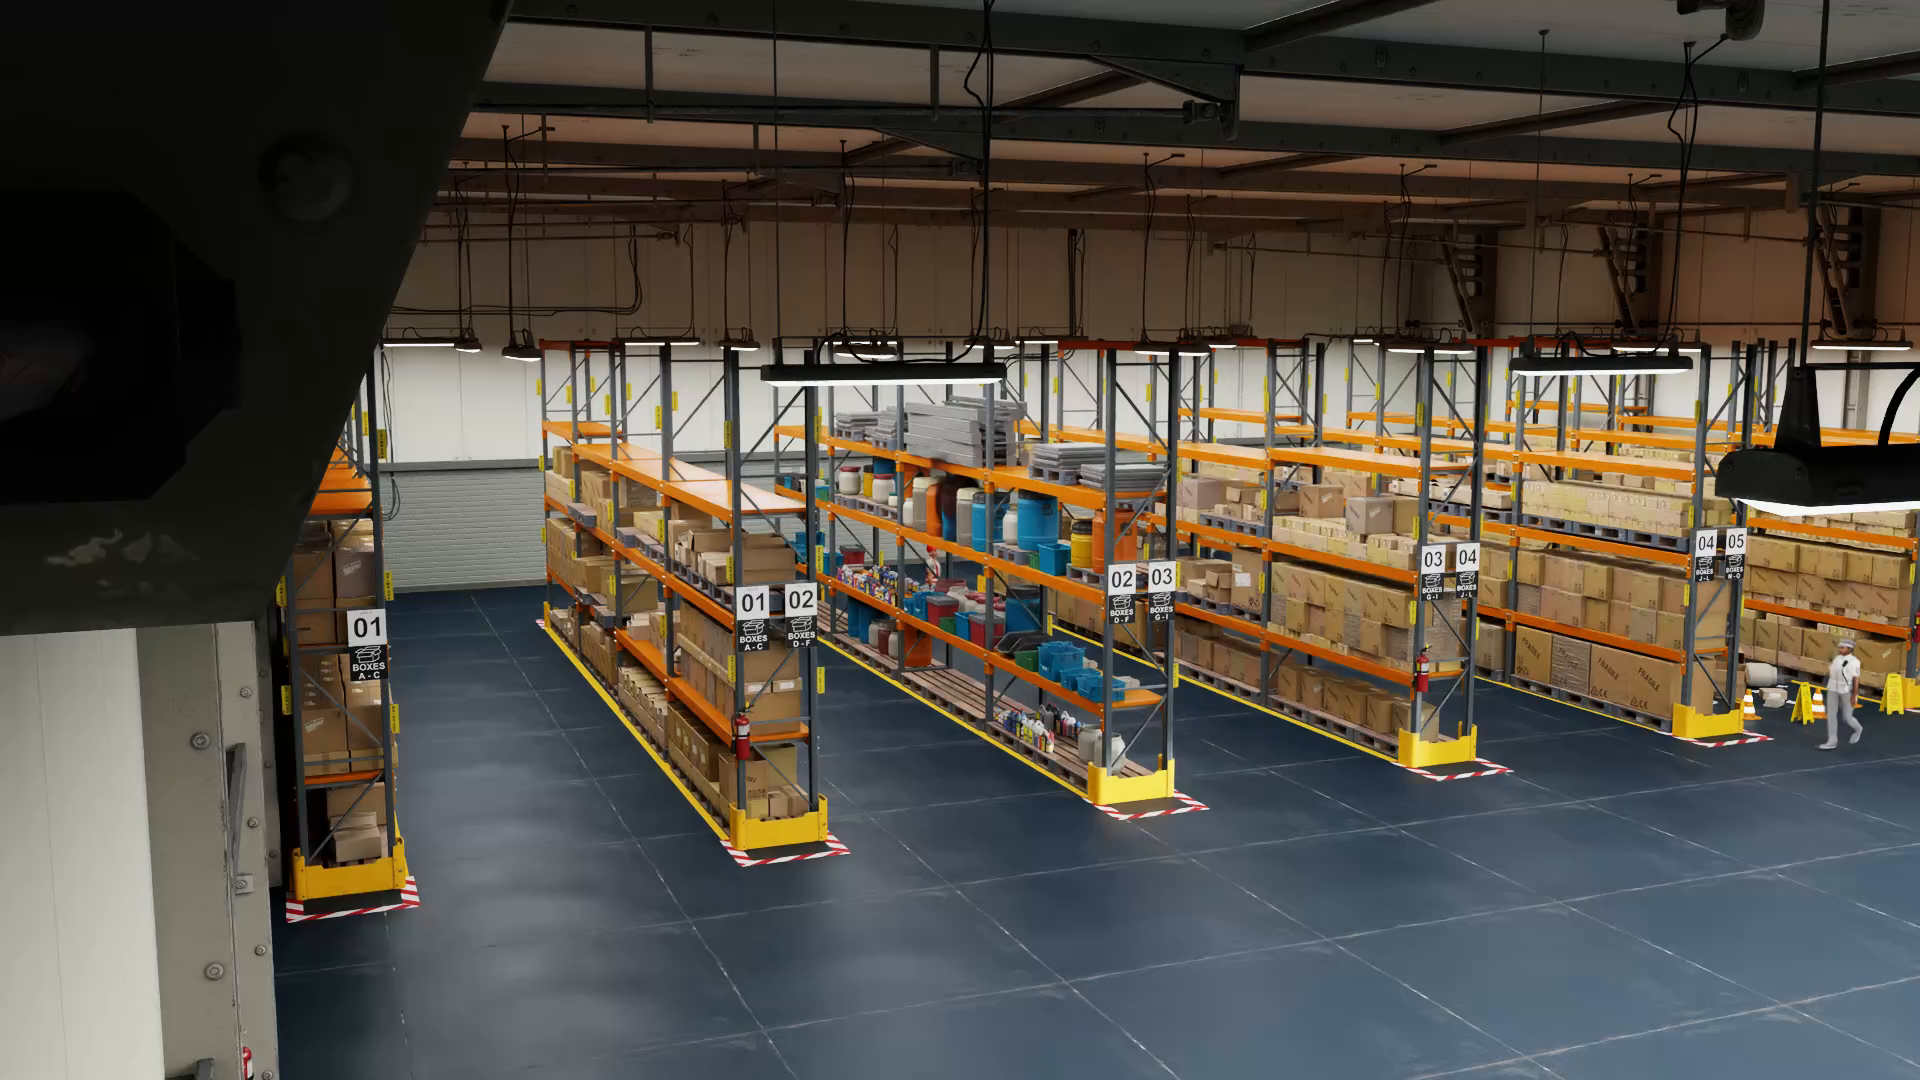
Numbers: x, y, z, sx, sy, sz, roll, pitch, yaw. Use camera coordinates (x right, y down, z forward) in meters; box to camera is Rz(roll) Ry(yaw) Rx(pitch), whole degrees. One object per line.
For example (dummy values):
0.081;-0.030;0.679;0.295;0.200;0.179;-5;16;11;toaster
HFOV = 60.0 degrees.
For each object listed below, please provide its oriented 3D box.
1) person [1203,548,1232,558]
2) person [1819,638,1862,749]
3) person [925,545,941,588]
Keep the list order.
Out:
7.056;-0.383;44.990;1.025;1.741;0.626;-5;9;-32;person
13.165;2.278;24.780;0.637;1.674;0.450;-6;9;-38;person
-0.582;0.953;34.581;0.464;1.794;0.641;1;8;10;person
